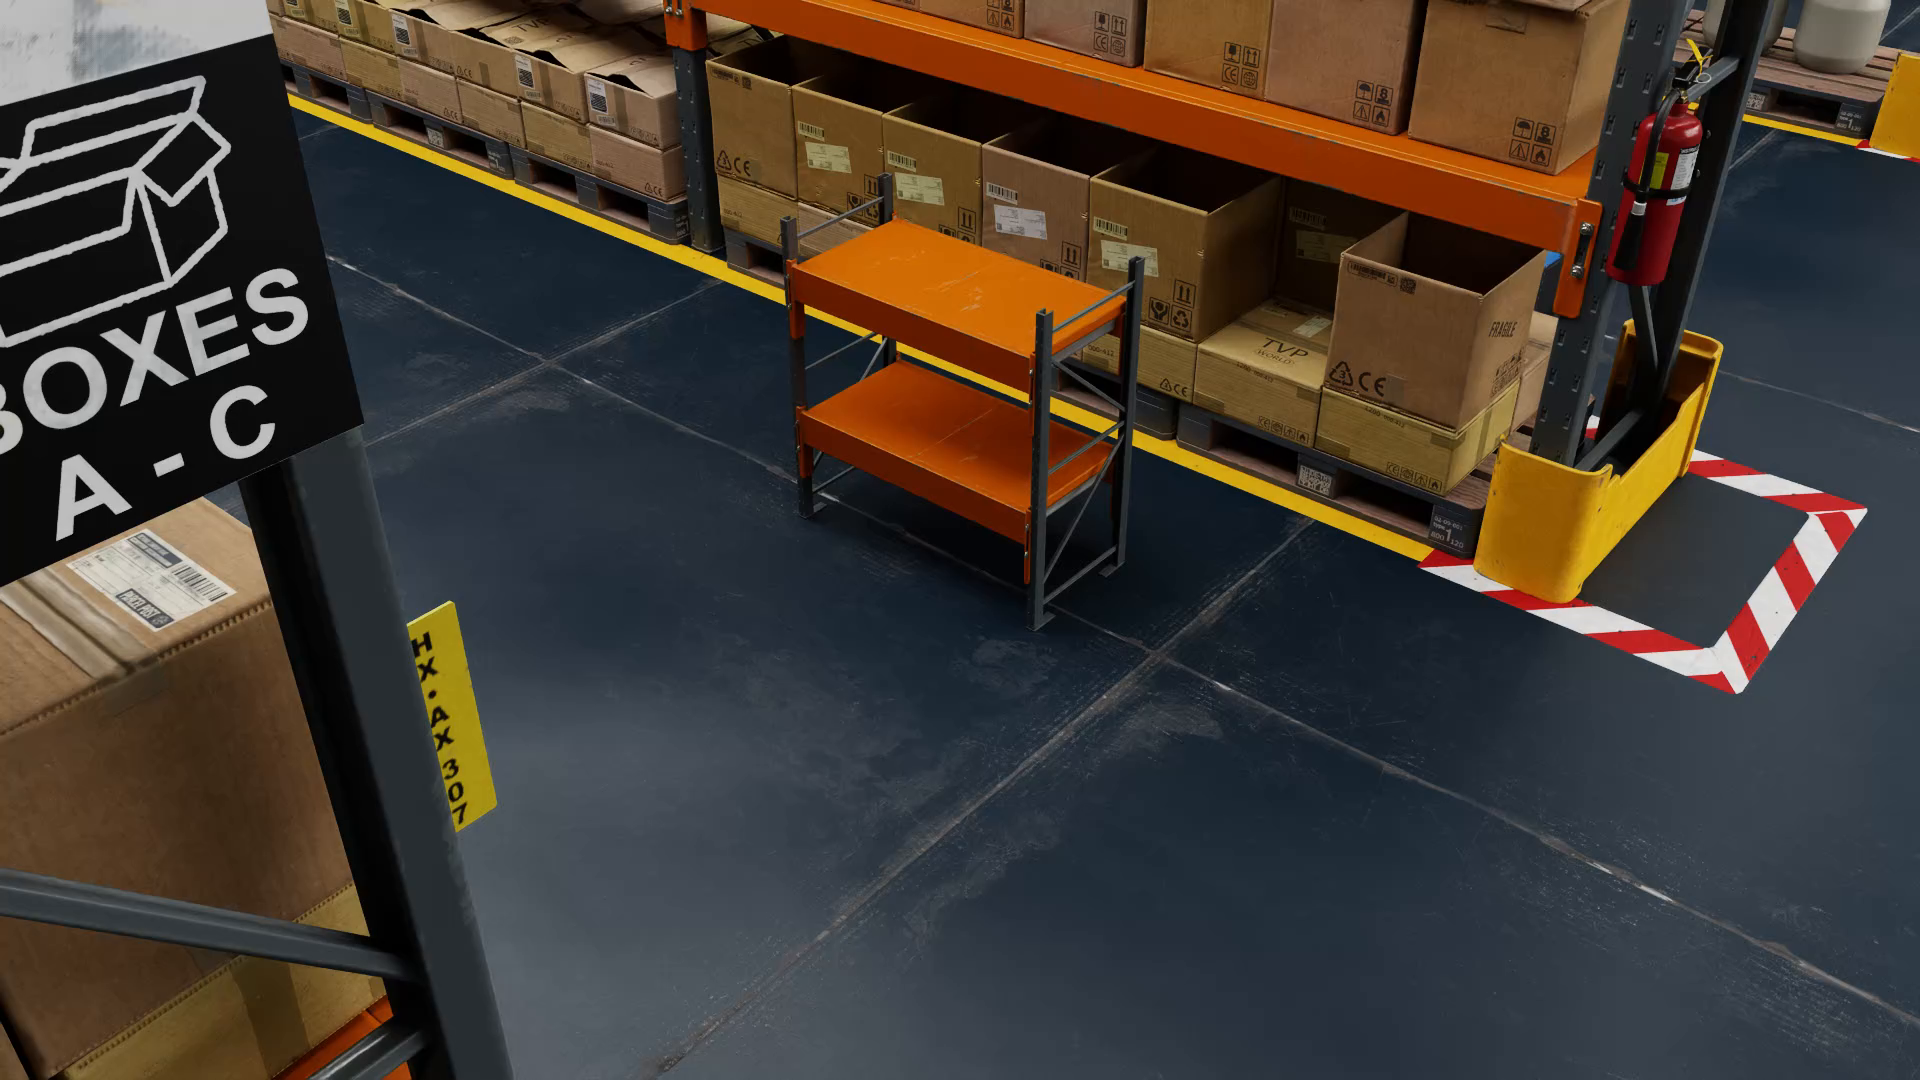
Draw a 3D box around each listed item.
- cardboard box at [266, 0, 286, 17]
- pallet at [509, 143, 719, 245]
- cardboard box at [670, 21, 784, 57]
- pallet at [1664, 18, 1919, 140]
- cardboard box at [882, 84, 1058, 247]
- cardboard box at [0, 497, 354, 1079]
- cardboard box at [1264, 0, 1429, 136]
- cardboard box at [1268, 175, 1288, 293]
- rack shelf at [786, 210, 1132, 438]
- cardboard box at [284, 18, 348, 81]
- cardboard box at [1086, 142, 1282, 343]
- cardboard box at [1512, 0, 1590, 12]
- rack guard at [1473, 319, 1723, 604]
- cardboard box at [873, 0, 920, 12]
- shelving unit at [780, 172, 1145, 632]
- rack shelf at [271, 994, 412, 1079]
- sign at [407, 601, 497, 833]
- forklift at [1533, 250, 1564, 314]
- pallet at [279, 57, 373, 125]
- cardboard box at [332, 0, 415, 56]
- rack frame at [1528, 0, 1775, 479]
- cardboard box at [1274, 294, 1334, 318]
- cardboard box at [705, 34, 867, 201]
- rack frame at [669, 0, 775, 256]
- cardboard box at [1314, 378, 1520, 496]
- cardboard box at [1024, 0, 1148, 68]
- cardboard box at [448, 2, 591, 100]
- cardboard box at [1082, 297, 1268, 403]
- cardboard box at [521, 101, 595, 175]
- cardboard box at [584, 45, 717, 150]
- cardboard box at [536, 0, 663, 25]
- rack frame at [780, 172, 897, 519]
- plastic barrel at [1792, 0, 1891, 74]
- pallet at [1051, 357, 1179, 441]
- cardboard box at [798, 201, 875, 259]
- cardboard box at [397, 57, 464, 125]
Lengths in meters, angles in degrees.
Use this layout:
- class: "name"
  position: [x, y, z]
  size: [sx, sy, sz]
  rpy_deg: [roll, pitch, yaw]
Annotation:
- class: "cardboard box"
  position: [-3.739, -3.188, 9.305]
  size: [0.500, 0.311, 0.500]
  rpy_deg: [27, 43, 33]
- class: "pallet"
  position: [-1.471, -1.886, 8.310]
  size: [1.213, 0.211, 1.003]
  rpy_deg: [25, 42, 32]
- class: "cardboard box"
  position: [-1.038, -2.315, 8.034]
  size: [0.500, 0.311, 0.500]
  rpy_deg: [25, 42, 32]
- class: "pallet"
  position: [4.657, -2.645, 9.415]
  size: [1.213, 0.211, 1.003]
  rpy_deg: [25, 42, 32]
- class: "cardboard box"
  position: [0.045, -1.468, 6.634]
  size: [0.500, 0.500, 0.500]
  rpy_deg: [25, 42, 32]
- class: "cardboard box"
  position: [-1.147, 0.260, 2.174]
  size: [0.500, 0.500, 0.500]
  rpy_deg: [25, 42, 32]
- class: "cardboard box"
  position: [1.437, -1.741, 5.547]
  size: [0.500, 0.500, 0.700]
  rpy_deg: [26, 42, 33]
- class: "cardboard box"
  position: [1.146, -1.333, 6.436]
  size: [0.500, 0.500, 0.500]
  rpy_deg: [25, 42, 32]
- class: "rack shelf"
  position: [-0.005, -0.707, 5.269]
  size: [1.000, 0.278, 0.538]
  rpy_deg: [25, 42, 32]
- class: "cardboard box"
  position: [-3.353, -2.775, 9.199]
  size: [0.500, 0.250, 0.500]
  rpy_deg: [24, 41, 31]
- class: "cardboard box"
  position: [0.814, -1.106, 6.107]
  size: [0.500, 0.500, 0.500]
  rpy_deg: [25, 42, 32]
- class: "cardboard box"
  position: [1.779, -1.701, 4.916]
  size: [0.250, 0.149, 0.380]
  rpy_deg: [24, 41, 31]
- class: "rack guard"
  position: [2.213, -0.298, 5.742]
  size: [0.348, 0.500, 1.175]
  rpy_deg: [25, 42, 32]
- class: "cardboard box"
  position: [-0.125, -2.481, 6.625]
  size: [0.500, 0.500, 0.700]
  rpy_deg: [25, 42, 31]
- class: "shelving unit"
  position: [-0.005, -0.466, 5.435]
  size: [1.048, 1.125, 0.538]
  rpy_deg: [25, 42, 32]
- class: "rack shelf"
  position: [-2.510, 0.392, 3.166]
  size: [4.000, 0.370, 1.077]
  rpy_deg: [25, 42, 32]
- class: "sign"
  position: [-0.625, 0.226, 2.006]
  size: [0.005, 0.325, 0.100]
  rpy_deg: [25, 42, 32]
- class: "forklift"
  position: [1.530, -2.789, 7.222]
  size: [3.031, 2.935, 1.130]
  rpy_deg: [27, 43, 34]
- class: "pallet"
  position: [-3.346, -2.770, 9.597]
  size: [1.213, 0.211, 1.003]
  rpy_deg: [25, 42, 32]
- class: "cardboard box"
  position: [-2.940, -2.816, 8.763]
  size: [0.500, 0.311, 0.500]
  rpy_deg: [24, 41, 31]
- class: "rack frame"
  position: [2.194, -1.337, 5.047]
  size: [0.127, 3.000, 1.000]
  rpy_deg: [25, 42, 32]
- class: "cardboard box"
  position: [1.538, -0.847, 6.392]
  size: [0.500, 0.250, 0.500]
  rpy_deg: [25, 42, 32]
- class: "cardboard box"
  position: [-0.724, -1.831, 7.161]
  size: [0.500, 0.500, 0.500]
  rpy_deg: [25, 42, 32]
- class: "rack frame"
  position: [-0.880, -2.786, 7.157]
  size: [0.127, 3.000, 1.000]
  rpy_deg: [25, 42, 32]
- class: "cardboard box"
  position: [1.593, -0.442, 5.803]
  size: [0.500, 0.250, 0.500]
  rpy_deg: [25, 42, 32]
- class: "cardboard box"
  position: [0.652, -2.113, 6.088]
  size: [0.500, 0.500, 0.700]
  rpy_deg: [27, 43, 33]
- class: "cardboard box"
  position: [-2.160, -2.446, 8.225]
  size: [0.500, 0.311, 0.500]
  rpy_deg: [25, 42, 32]
- class: "cardboard box"
  position: [0.816, -0.799, 6.321]
  size: [0.500, 0.250, 0.500]
  rpy_deg: [25, 42, 32]
- class: "cardboard box"
  position: [-1.772, -2.034, 8.120]
  size: [0.500, 0.250, 0.500]
  rpy_deg: [25, 41, 31]
- class: "cardboard box"
  position: [-1.375, -2.079, 7.690]
  size: [0.500, 0.311, 0.500]
  rpy_deg: [25, 42, 32]
- class: "cardboard box"
  position: [-1.818, -2.685, 8.573]
  size: [0.500, 0.311, 0.500]
  rpy_deg: [24, 41, 30]
- class: "rack frame"
  position: [-0.396, -0.650, 5.703]
  size: [0.032, 1.125, 0.500]
  rpy_deg: [25, 42, 32]
- class: "plastic barrel"
  position: [4.812, -2.843, 9.067]
  size: [0.421, 0.512, 0.421]
  rpy_deg: [0, 34, 0]
- class: "pallet"
  position: [0.646, -0.888, 6.857]
  size: [1.213, 0.211, 1.003]
  rpy_deg: [25, 42, 32]
- class: "cardboard box"
  position: [-0.337, -1.342, 7.113]
  size: [0.500, 0.250, 0.500]
  rpy_deg: [25, 42, 32]
- class: "cardboard box"
  position: [-2.555, -2.404, 8.658]
  size: [0.500, 0.250, 0.500]
  rpy_deg: [26, 42, 33]
